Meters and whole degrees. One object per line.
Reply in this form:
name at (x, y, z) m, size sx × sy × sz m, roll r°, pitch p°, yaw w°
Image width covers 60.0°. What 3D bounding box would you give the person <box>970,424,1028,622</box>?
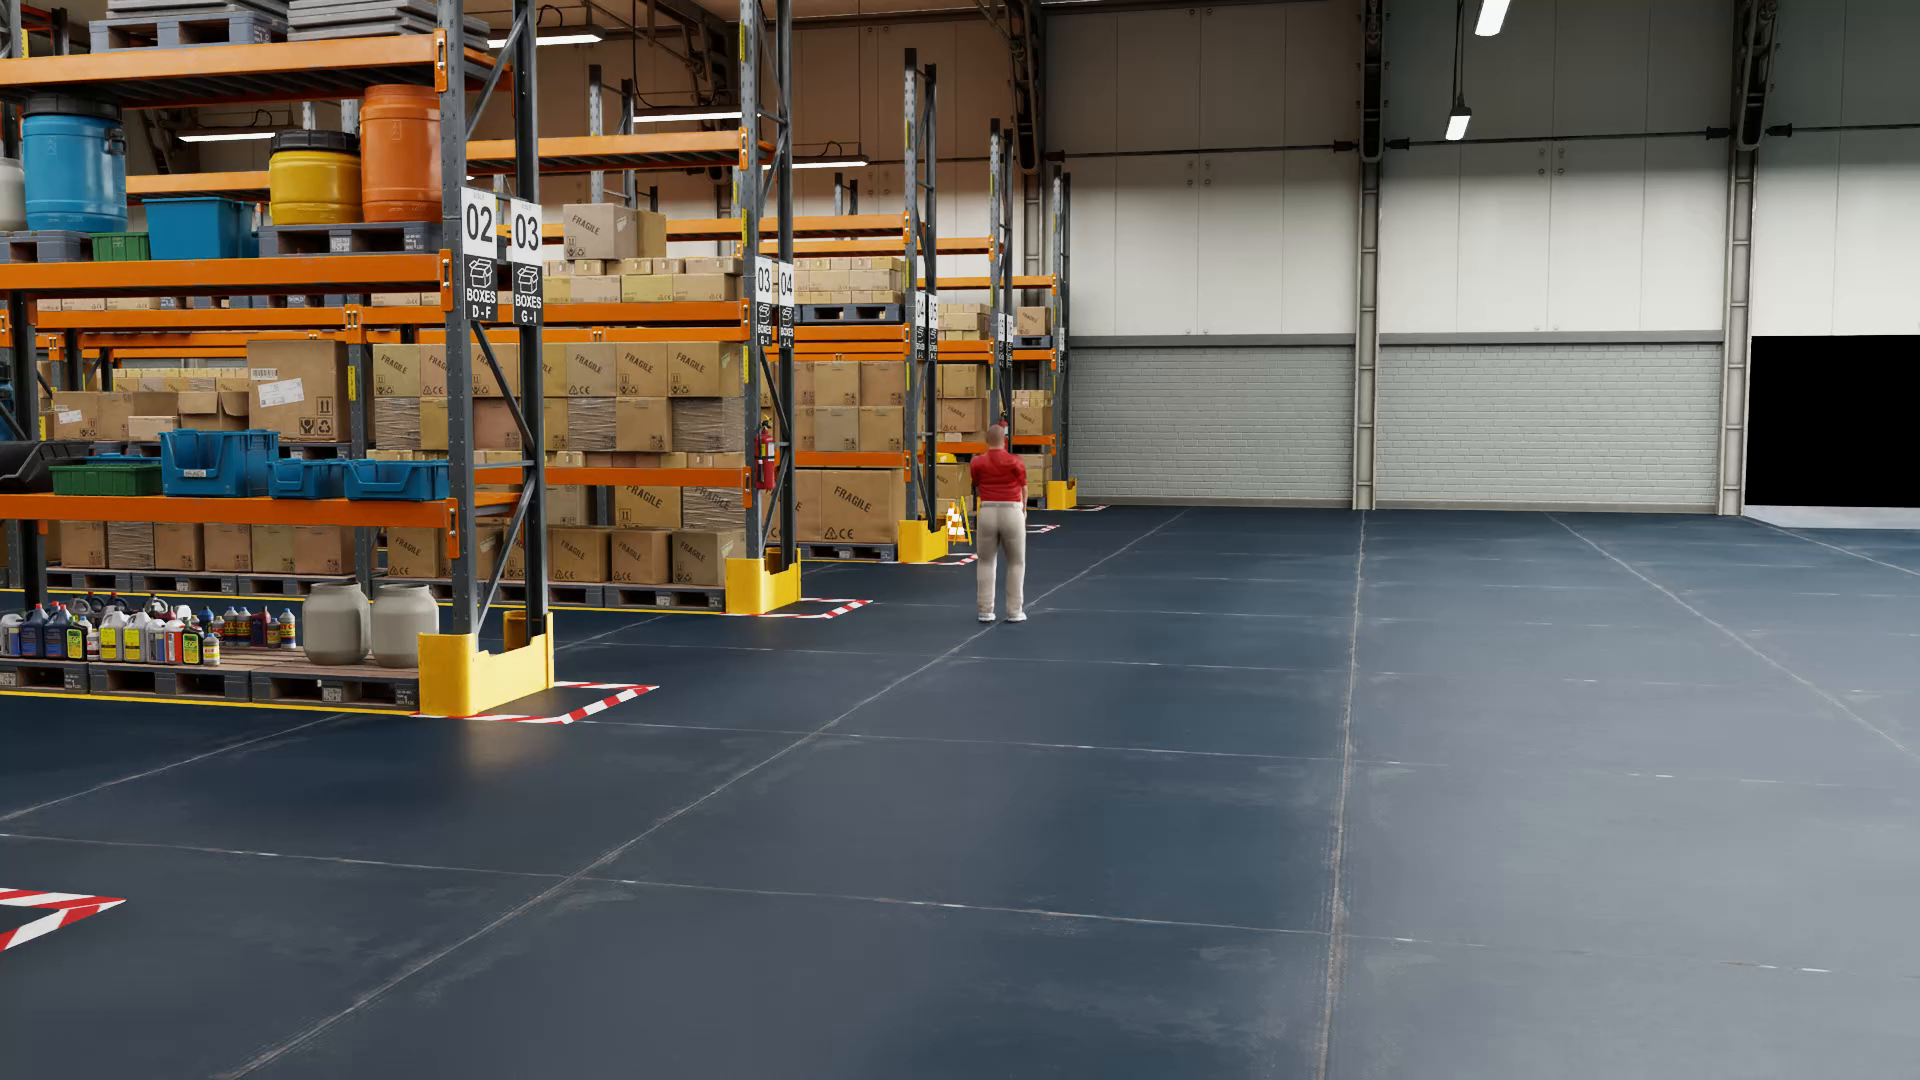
person at (0.359, -0.151, 14.497) m, size 0.493 × 1.712 × 0.531 m, roll 1°, pitch 5°, yaw 14°
